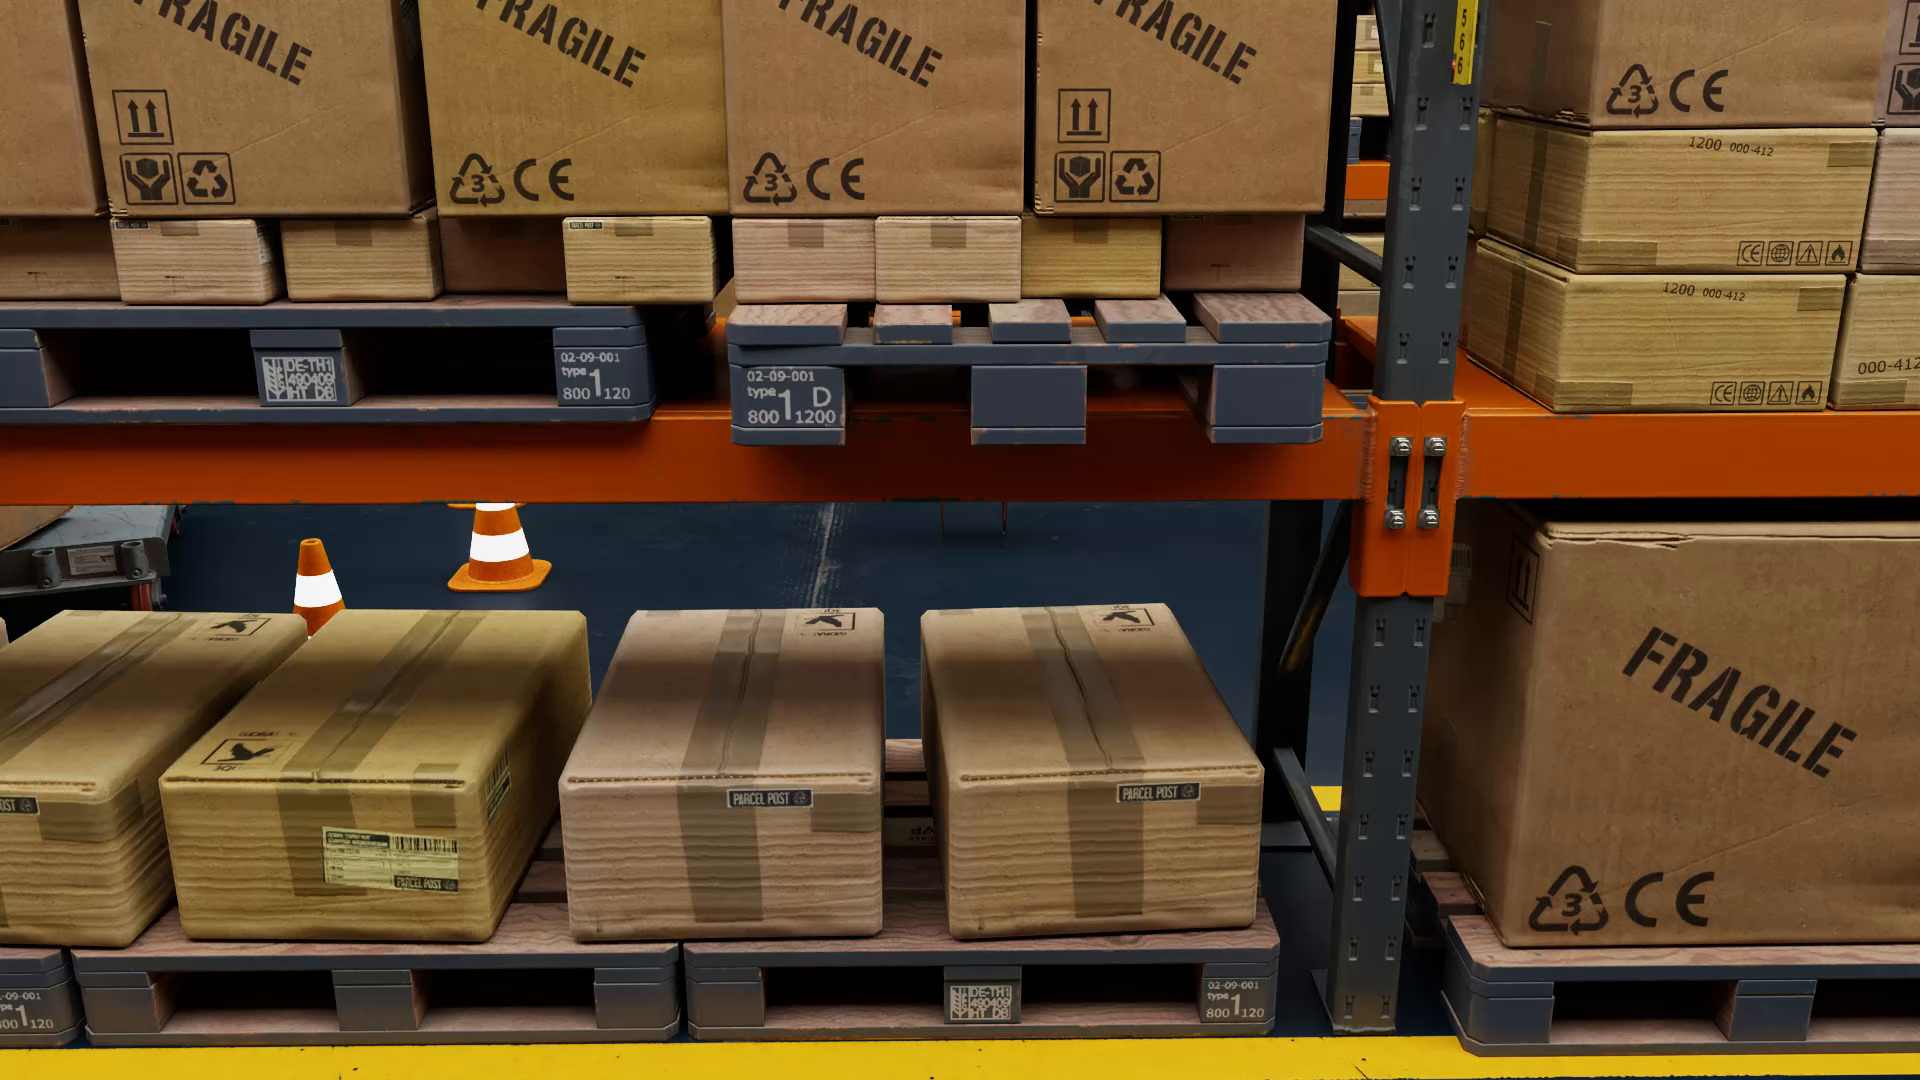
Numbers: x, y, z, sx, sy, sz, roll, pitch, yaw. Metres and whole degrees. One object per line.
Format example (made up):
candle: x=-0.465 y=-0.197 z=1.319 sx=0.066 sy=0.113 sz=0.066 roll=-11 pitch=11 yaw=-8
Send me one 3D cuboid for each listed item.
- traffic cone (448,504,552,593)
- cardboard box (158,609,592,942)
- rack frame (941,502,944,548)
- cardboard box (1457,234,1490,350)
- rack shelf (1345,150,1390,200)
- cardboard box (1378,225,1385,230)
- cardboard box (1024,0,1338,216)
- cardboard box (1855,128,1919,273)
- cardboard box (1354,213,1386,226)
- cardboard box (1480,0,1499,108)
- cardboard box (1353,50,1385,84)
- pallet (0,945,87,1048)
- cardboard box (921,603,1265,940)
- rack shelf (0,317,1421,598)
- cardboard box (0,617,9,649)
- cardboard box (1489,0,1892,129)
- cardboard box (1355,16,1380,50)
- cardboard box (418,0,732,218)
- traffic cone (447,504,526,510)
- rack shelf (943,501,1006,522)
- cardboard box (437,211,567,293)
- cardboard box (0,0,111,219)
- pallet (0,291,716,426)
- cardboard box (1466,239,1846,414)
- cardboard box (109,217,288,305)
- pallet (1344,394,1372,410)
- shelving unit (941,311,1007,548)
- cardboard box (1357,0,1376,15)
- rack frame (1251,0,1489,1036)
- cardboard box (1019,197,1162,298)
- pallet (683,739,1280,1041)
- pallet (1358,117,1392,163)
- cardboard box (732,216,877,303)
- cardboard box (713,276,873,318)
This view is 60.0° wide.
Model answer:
traffic cone: x=-1.690 y=-0.082 z=6.046 sx=0.334 sy=0.463 sz=0.336 roll=0 pitch=18 yaw=-1
cardboard box: x=-1.243 y=0.490 z=3.725 sx=0.625 sy=0.372 sz=0.950 roll=0 pitch=18 yaw=1
rack frame: x=-0.068 y=-0.500 z=6.386 sx=0.008 sy=1.050 sz=0.200 roll=0 pitch=18 yaw=-1
cardboard box: x=1.319 y=-0.579 z=3.689 sx=0.500 sy=0.250 sz=0.500 roll=-1 pitch=18 yaw=-3
rack shelf: x=2.638 y=-1.748 z=8.262 sx=4.000 sy=0.370 sz=1.077 roll=0 pitch=18 yaw=-1
cardboard box: x=2.334 y=-1.378 z=8.108 sx=0.500 sy=0.250 sz=0.500 roll=0 pitch=18 yaw=0
cardboard box: x=0.368 y=-0.871 z=3.015 sx=0.500 sy=0.500 sz=0.500 roll=-1 pitch=18 yaw=-2
cardboard box: x=1.845 y=-0.665 z=3.137 sx=0.500 sy=0.250 sz=0.500 roll=0 pitch=18 yaw=0
cardboard box: x=2.331 y=-1.534 z=8.596 sx=0.500 sy=0.250 sz=0.500 roll=0 pitch=18 yaw=0
cardboard box: x=1.331 y=-1.175 z=3.500 sx=0.500 sy=0.500 sz=0.500 roll=-1 pitch=18 yaw=-2
cardboard box: x=1.915 y=-2.249 z=7.885 sx=0.250 sy=0.149 sz=0.380 roll=0 pitch=18 yaw=-1
pallet: x=-2.403 y=0.774 z=3.790 sx=1.213 sy=0.211 sz=1.003 roll=0 pitch=18 yaw=-1
cardboard box: x=0.253 y=0.482 z=3.749 sx=0.625 sy=0.372 sz=0.950 roll=-1 pitch=18 yaw=-5
rack shelf: x=-1.182 y=-0.217 z=3.491 sx=4.000 sy=0.370 sz=1.077 roll=0 pitch=18 yaw=-1
cardboard box: x=-2.657 y=0.498 z=3.698 sx=0.625 sy=0.372 sz=0.950 roll=0 pitch=18 yaw=0
cardboard box: x=1.315 y=-1.021 z=3.018 sx=0.500 sy=0.500 sz=0.500 roll=-1 pitch=18 yaw=-3
cardboard box: x=1.882 y=-2.390 z=7.838 sx=0.250 sy=0.149 sz=0.380 roll=-1 pitch=18 yaw=-3
cardboard box: x=-0.654 y=-0.863 z=2.988 sx=0.500 sy=0.500 sz=0.500 roll=-1 pitch=18 yaw=-5
traffic cone: x=-1.996 y=-0.399 z=7.032 sx=0.334 sy=0.463 sz=0.336 roll=0 pitch=18 yaw=-1
rack shelf: x=0.053 y=-0.225 z=6.476 sx=0.240 sy=0.259 sz=0.215 roll=0 pitch=18 yaw=-1
cardboard box: x=-0.804 y=-0.571 z=3.140 sx=0.250 sy=0.149 sz=0.380 roll=0 pitch=18 yaw=0
cardboard box: x=-1.713 y=-0.855 z=2.963 sx=0.500 sy=0.500 sz=0.500 roll=0 pitch=18 yaw=-1
pallet: x=-1.161 y=-0.456 z=3.372 sx=1.213 sy=0.211 sz=1.003 roll=0 pitch=18 yaw=-1
cardboard box: x=1.311 y=-0.423 z=3.202 sx=0.500 sy=0.250 sz=0.500 roll=-1 pitch=18 yaw=-2
cardboard box: x=-1.321 y=-0.534 z=3.026 sx=0.250 sy=0.149 sz=0.380 roll=0 pitch=18 yaw=1
pallet: x=1.420 y=-0.756 z=8.559 sx=1.213 sy=0.211 sz=1.003 roll=0 pitch=18 yaw=-1
shelving unit: x=0.053 y=-0.500 z=6.388 sx=0.252 sy=1.050 sz=0.215 roll=0 pitch=18 yaw=-1
cardboard box: x=3.336 y=-4.135 z=12.721 sx=0.637 sy=0.503 sz=0.797 roll=0 pitch=18 yaw=0
rack frame: x=0.818 y=-0.569 z=3.411 sx=0.127 sy=3.000 sz=1.000 roll=0 pitch=18 yaw=-1
cardboard box: x=0.227 y=-0.553 z=3.083 sx=0.250 sy=0.149 sz=0.380 roll=0 pitch=18 yaw=0
pallet: x=0.036 y=0.762 z=3.827 sx=1.213 sy=0.211 sz=1.003 roll=0 pitch=18 yaw=-1
pallet: x=2.617 y=-2.011 z=8.220 sx=1.213 sy=0.211 sz=1.003 roll=0 pitch=18 yaw=-1
cardboard box: x=-0.276 y=-0.539 z=3.041 sx=0.250 sy=0.149 sz=0.380 roll=-1 pitch=18 yaw=-3
cardboard box: x=-0.846 y=-1.229 z=8.462 sx=0.750 sy=0.750 sz=1.050 roll=0 pitch=18 yaw=0
